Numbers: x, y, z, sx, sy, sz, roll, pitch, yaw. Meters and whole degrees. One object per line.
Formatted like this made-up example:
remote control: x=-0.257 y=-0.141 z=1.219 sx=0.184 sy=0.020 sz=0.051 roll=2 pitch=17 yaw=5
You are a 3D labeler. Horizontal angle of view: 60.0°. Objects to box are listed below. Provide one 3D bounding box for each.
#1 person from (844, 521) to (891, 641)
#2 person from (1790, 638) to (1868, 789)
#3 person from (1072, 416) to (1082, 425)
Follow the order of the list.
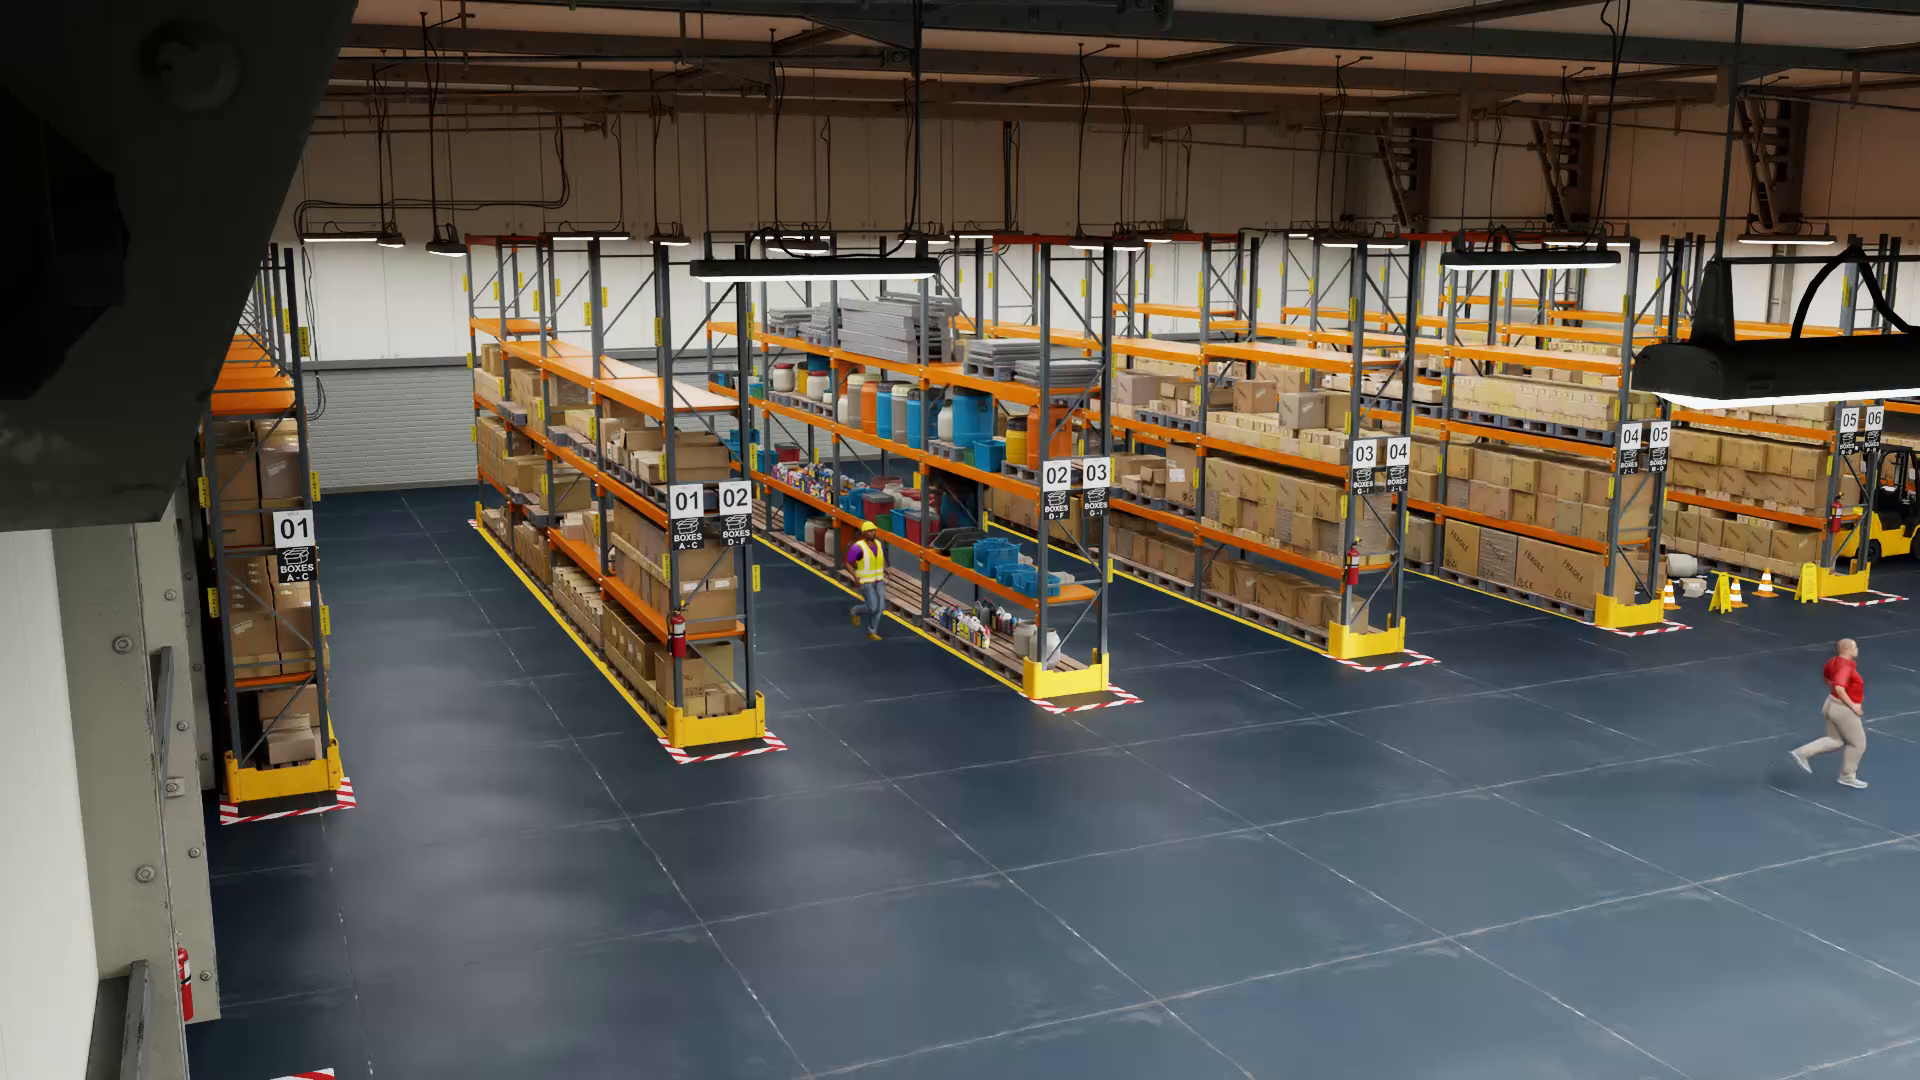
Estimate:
person: x=-1.324 y=0.582 z=24.089 sx=0.702 sy=1.732 sz=0.589 roll=-9 pitch=14 yaw=-39
person: x=9.863 y=1.937 z=18.689 sx=0.785 sy=1.711 sz=0.676 roll=1 pitch=11 yaw=6
person: x=2.850 y=-2.398 z=41.264 sx=0.873 sy=1.664 sz=0.724 roll=-10 pitch=15 yaw=-41
